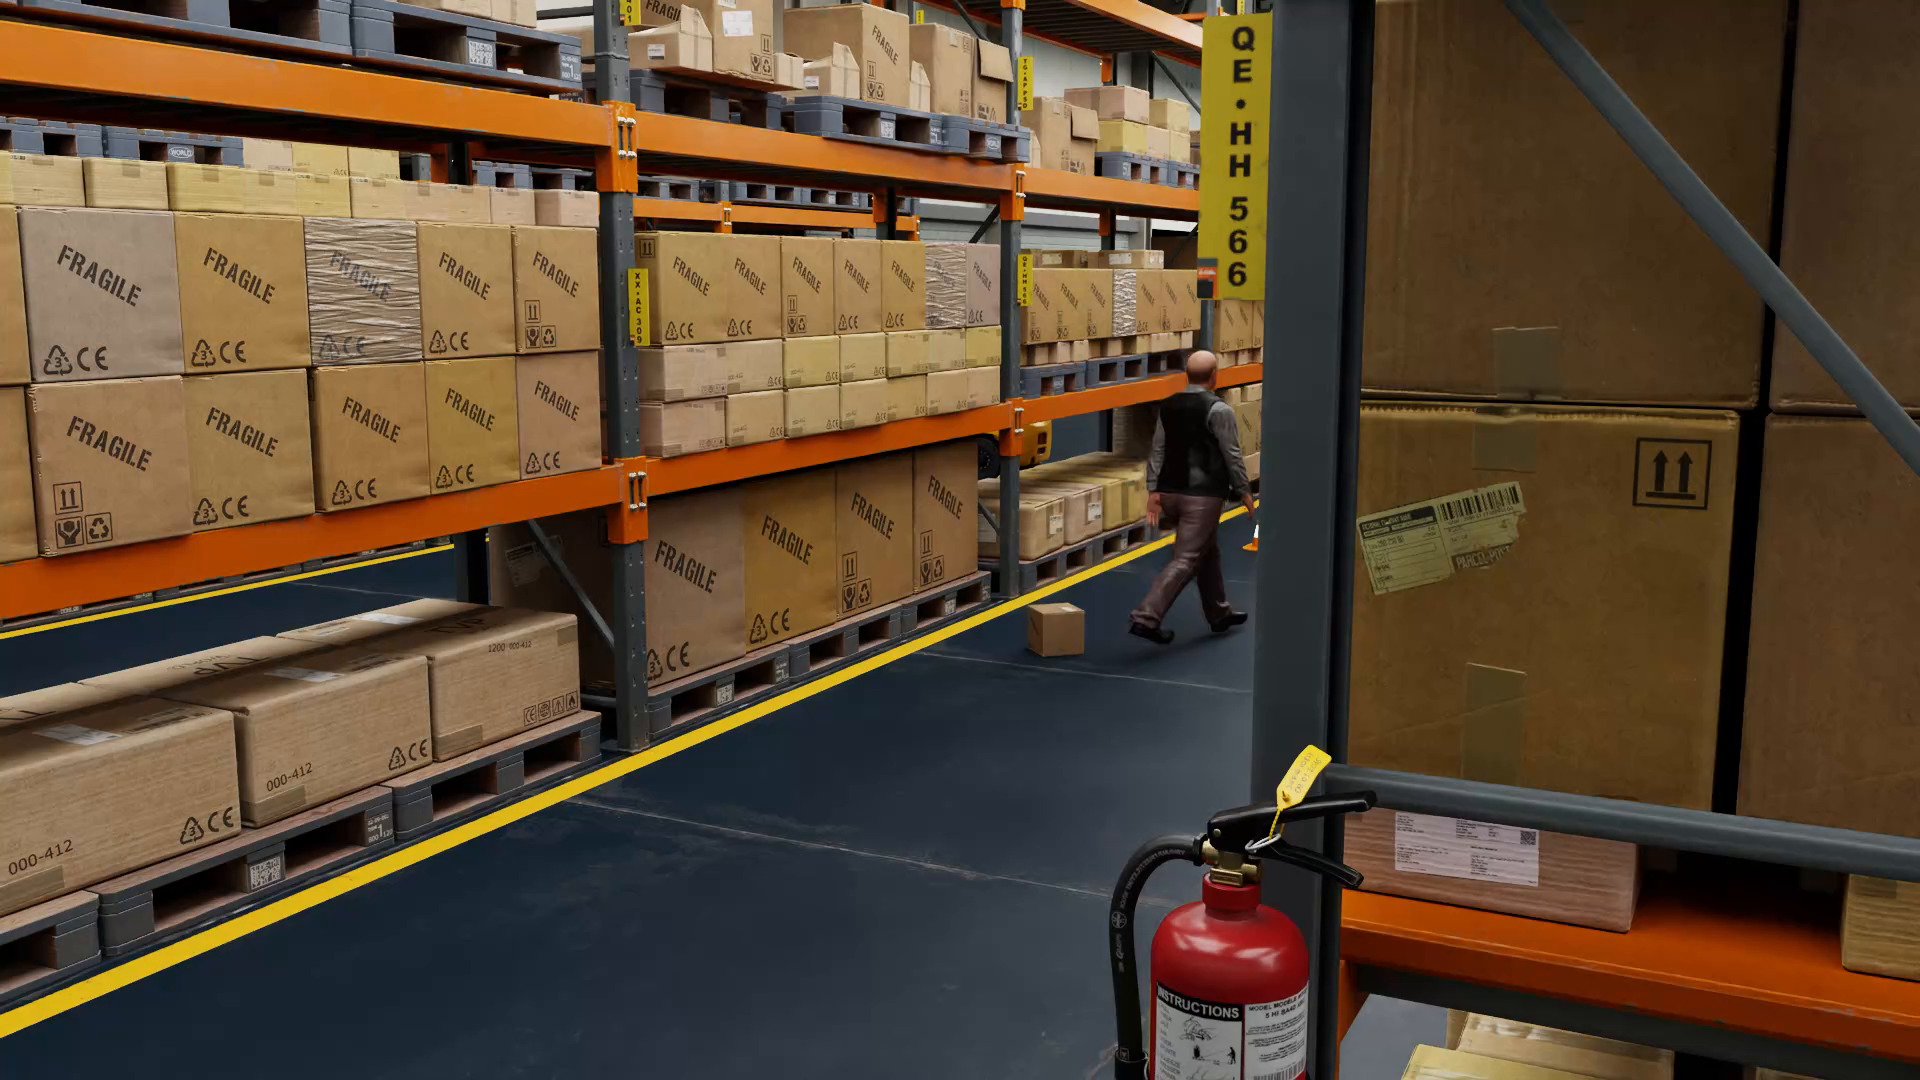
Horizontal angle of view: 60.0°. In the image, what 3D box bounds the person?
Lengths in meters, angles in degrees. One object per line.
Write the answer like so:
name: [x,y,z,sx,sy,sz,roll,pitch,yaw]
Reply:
person: [1.344,-0.198,9.517,1.099,1.576,0.547,-6,11,-35]
